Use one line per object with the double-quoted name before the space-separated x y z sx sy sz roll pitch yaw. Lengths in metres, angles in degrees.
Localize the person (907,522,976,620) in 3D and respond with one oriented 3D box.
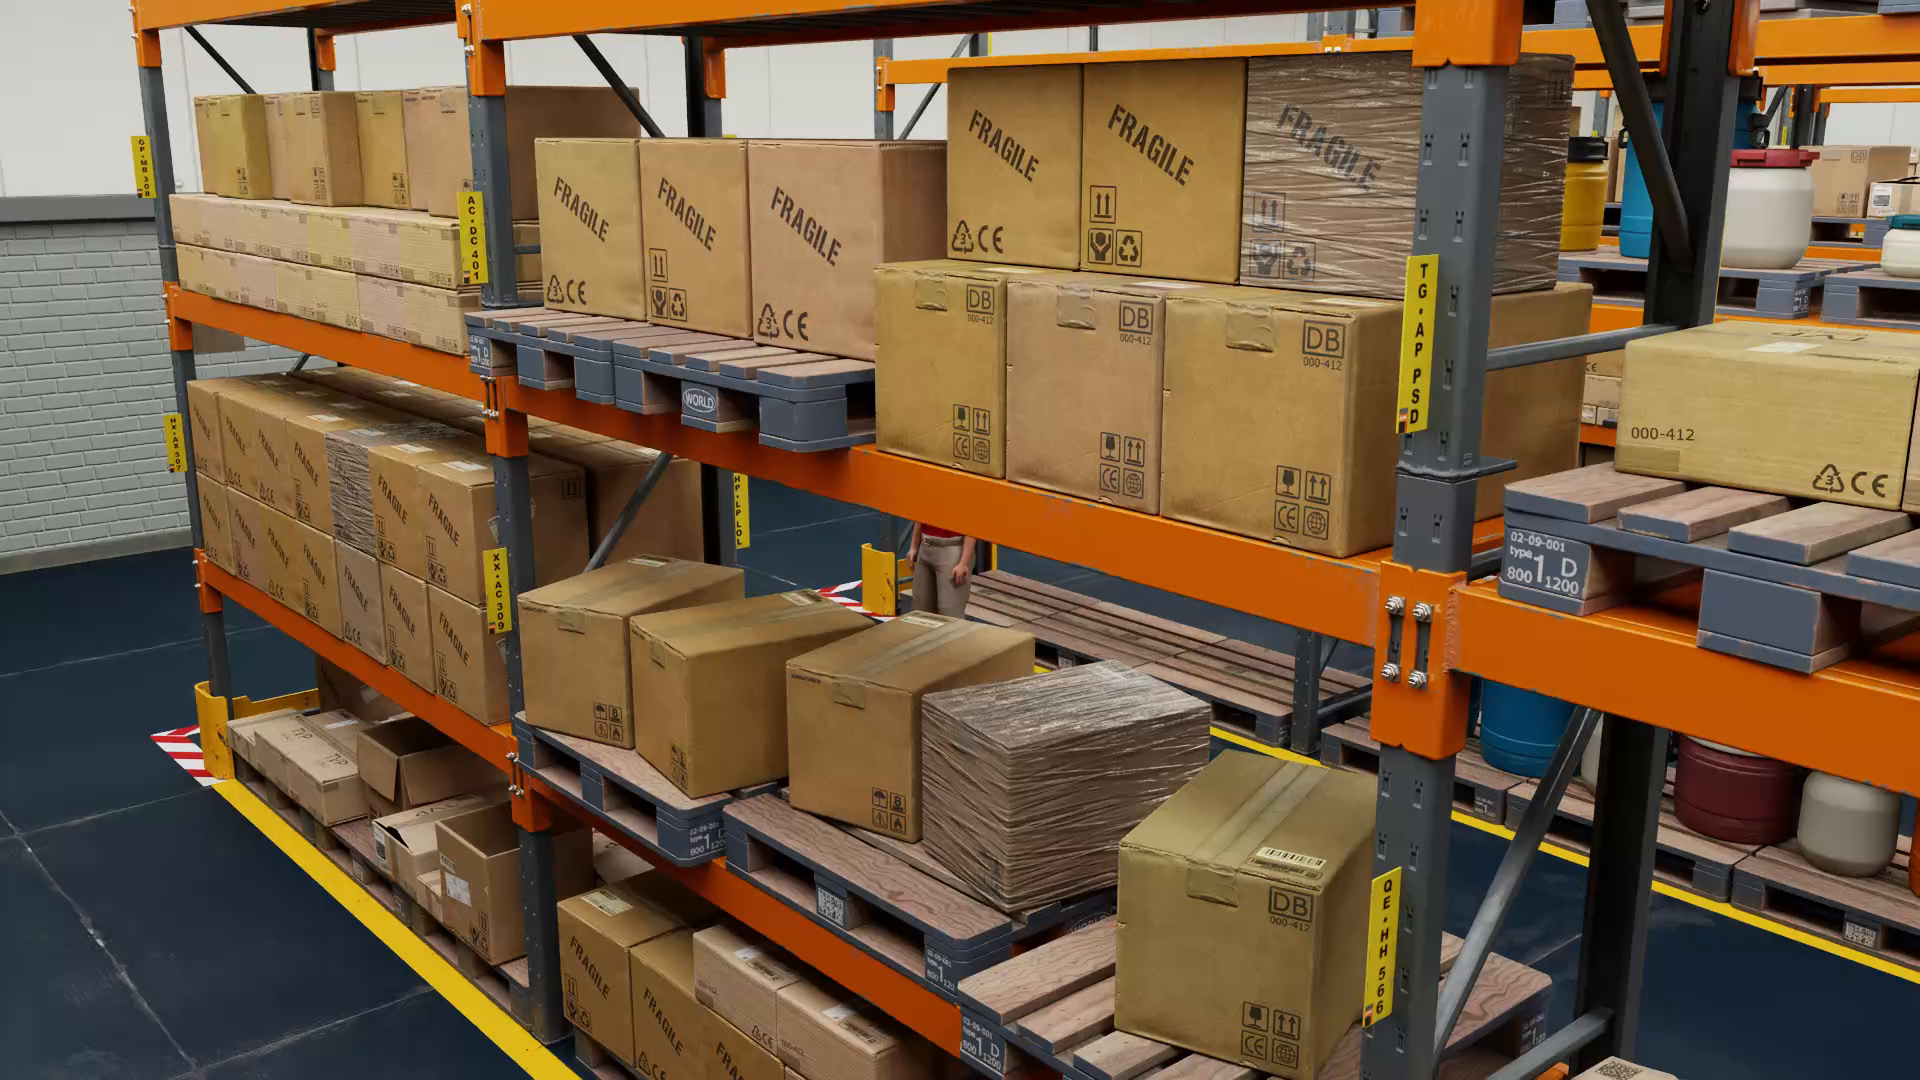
"person" -0.120 0.121 11.043 0.393 1.727 0.585 -12 18 -39
